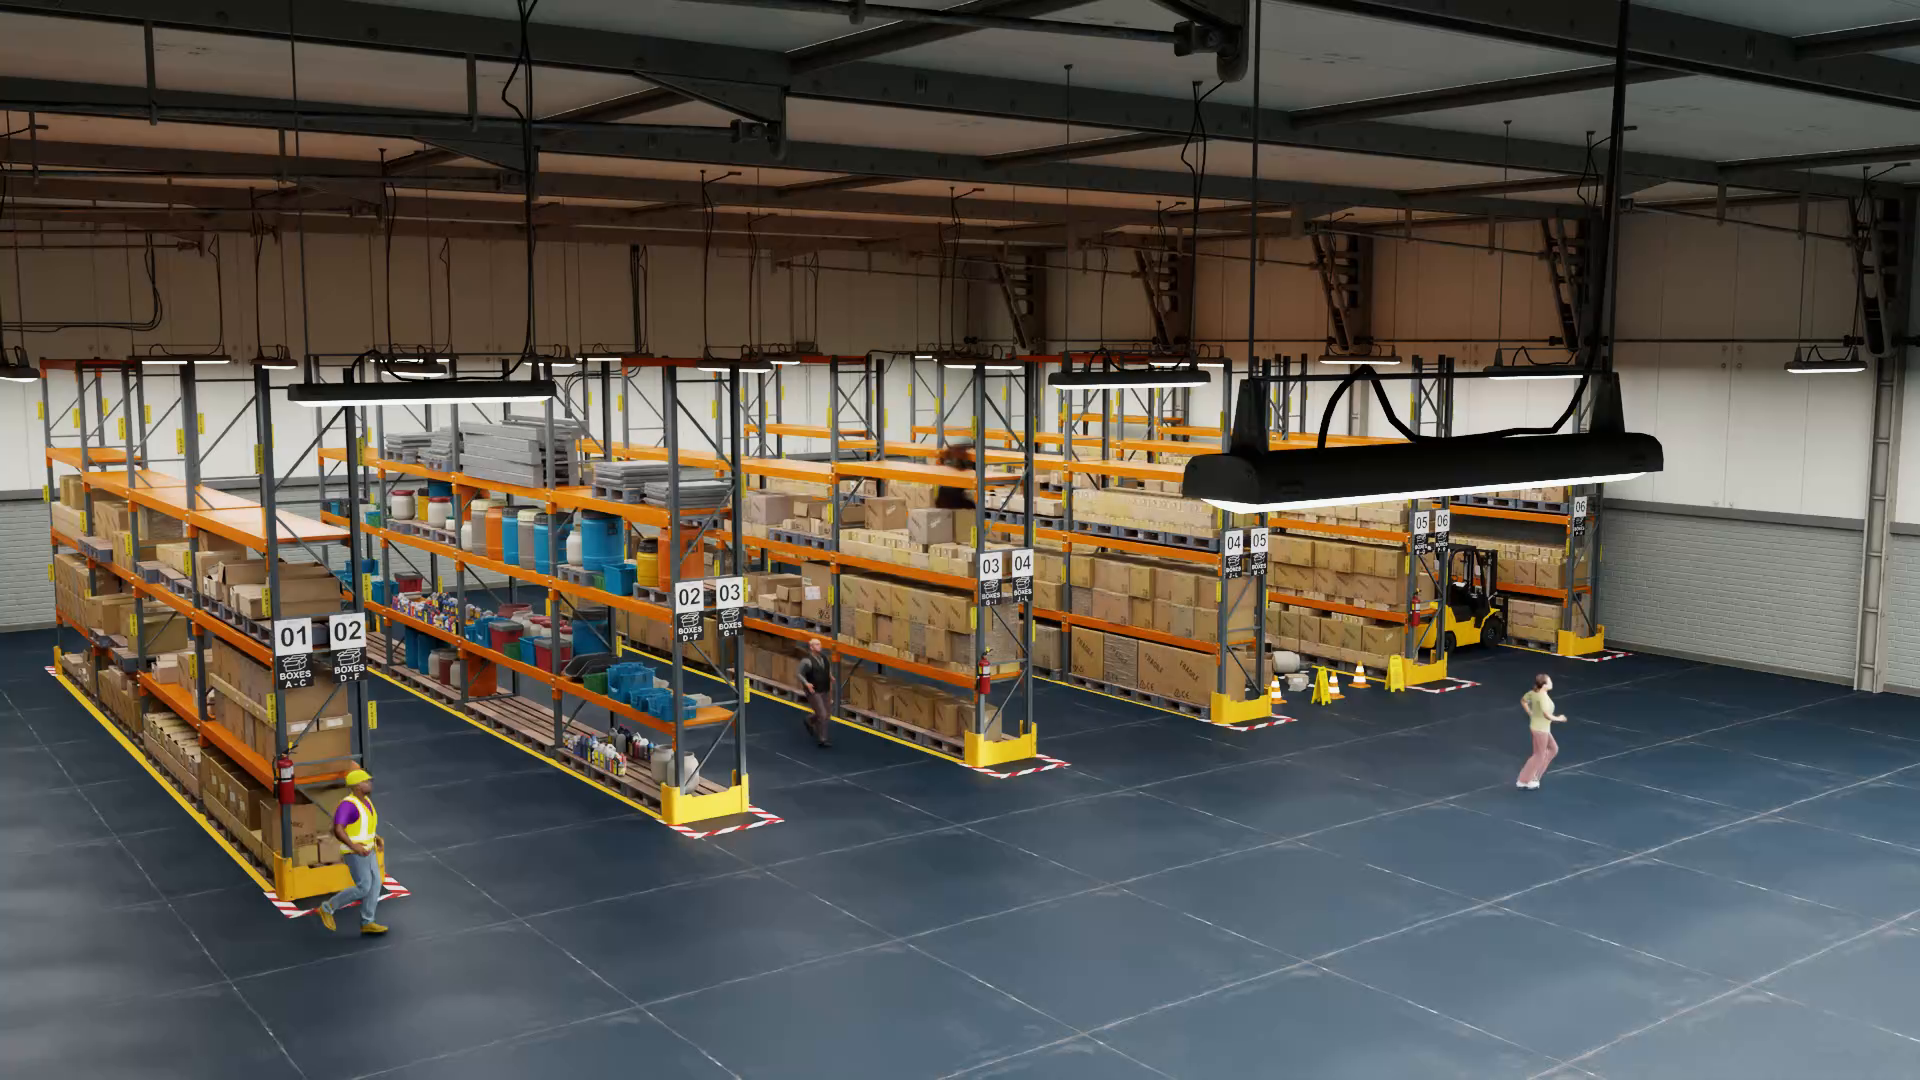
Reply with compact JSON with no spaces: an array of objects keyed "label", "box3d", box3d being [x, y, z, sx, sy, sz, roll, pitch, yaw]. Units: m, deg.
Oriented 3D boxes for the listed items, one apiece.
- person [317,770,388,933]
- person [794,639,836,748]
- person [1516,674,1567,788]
[{"label":"person","box3d":[-6.498,3.339,17.934,0.721,1.712,0.744,0,7,-1]},{"label":"person","box3d":[-2.254,2.379,26.010,0.779,1.686,0.667,6,9,43]},{"label":"person","box3d":[8.200,2.705,23.452,0.647,1.678,0.605,1,7,5]}]
